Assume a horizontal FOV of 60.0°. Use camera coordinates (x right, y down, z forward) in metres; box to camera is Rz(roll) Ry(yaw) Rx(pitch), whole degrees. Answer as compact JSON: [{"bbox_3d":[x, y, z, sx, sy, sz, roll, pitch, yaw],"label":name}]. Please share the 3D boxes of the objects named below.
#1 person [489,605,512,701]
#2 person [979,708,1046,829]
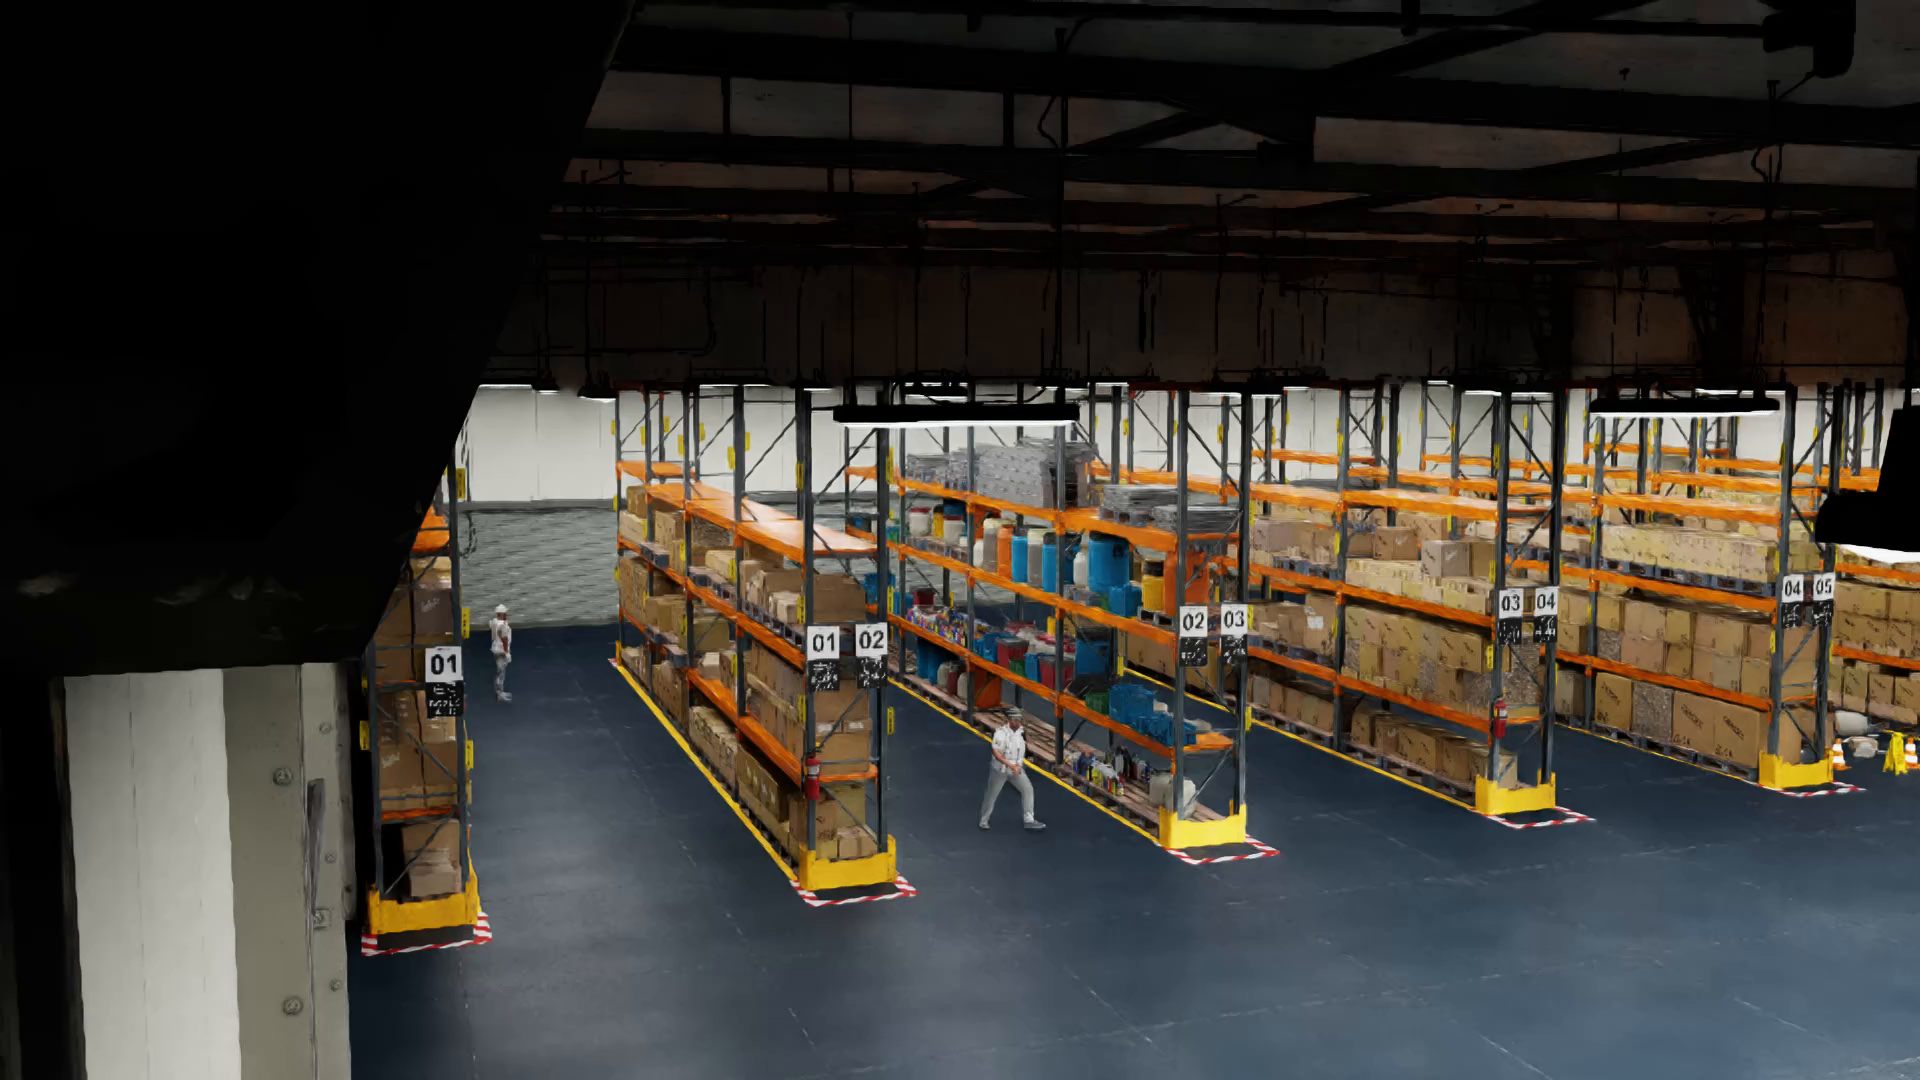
[{"bbox_3d":[-8.630,2.113,31.357,0.382,1.791,0.637,-4,7,-32],"label":"person"},{"bbox_3d":[0.667,3.091,22.637,0.706,1.695,0.843,-5,8,-37],"label":"person"}]
